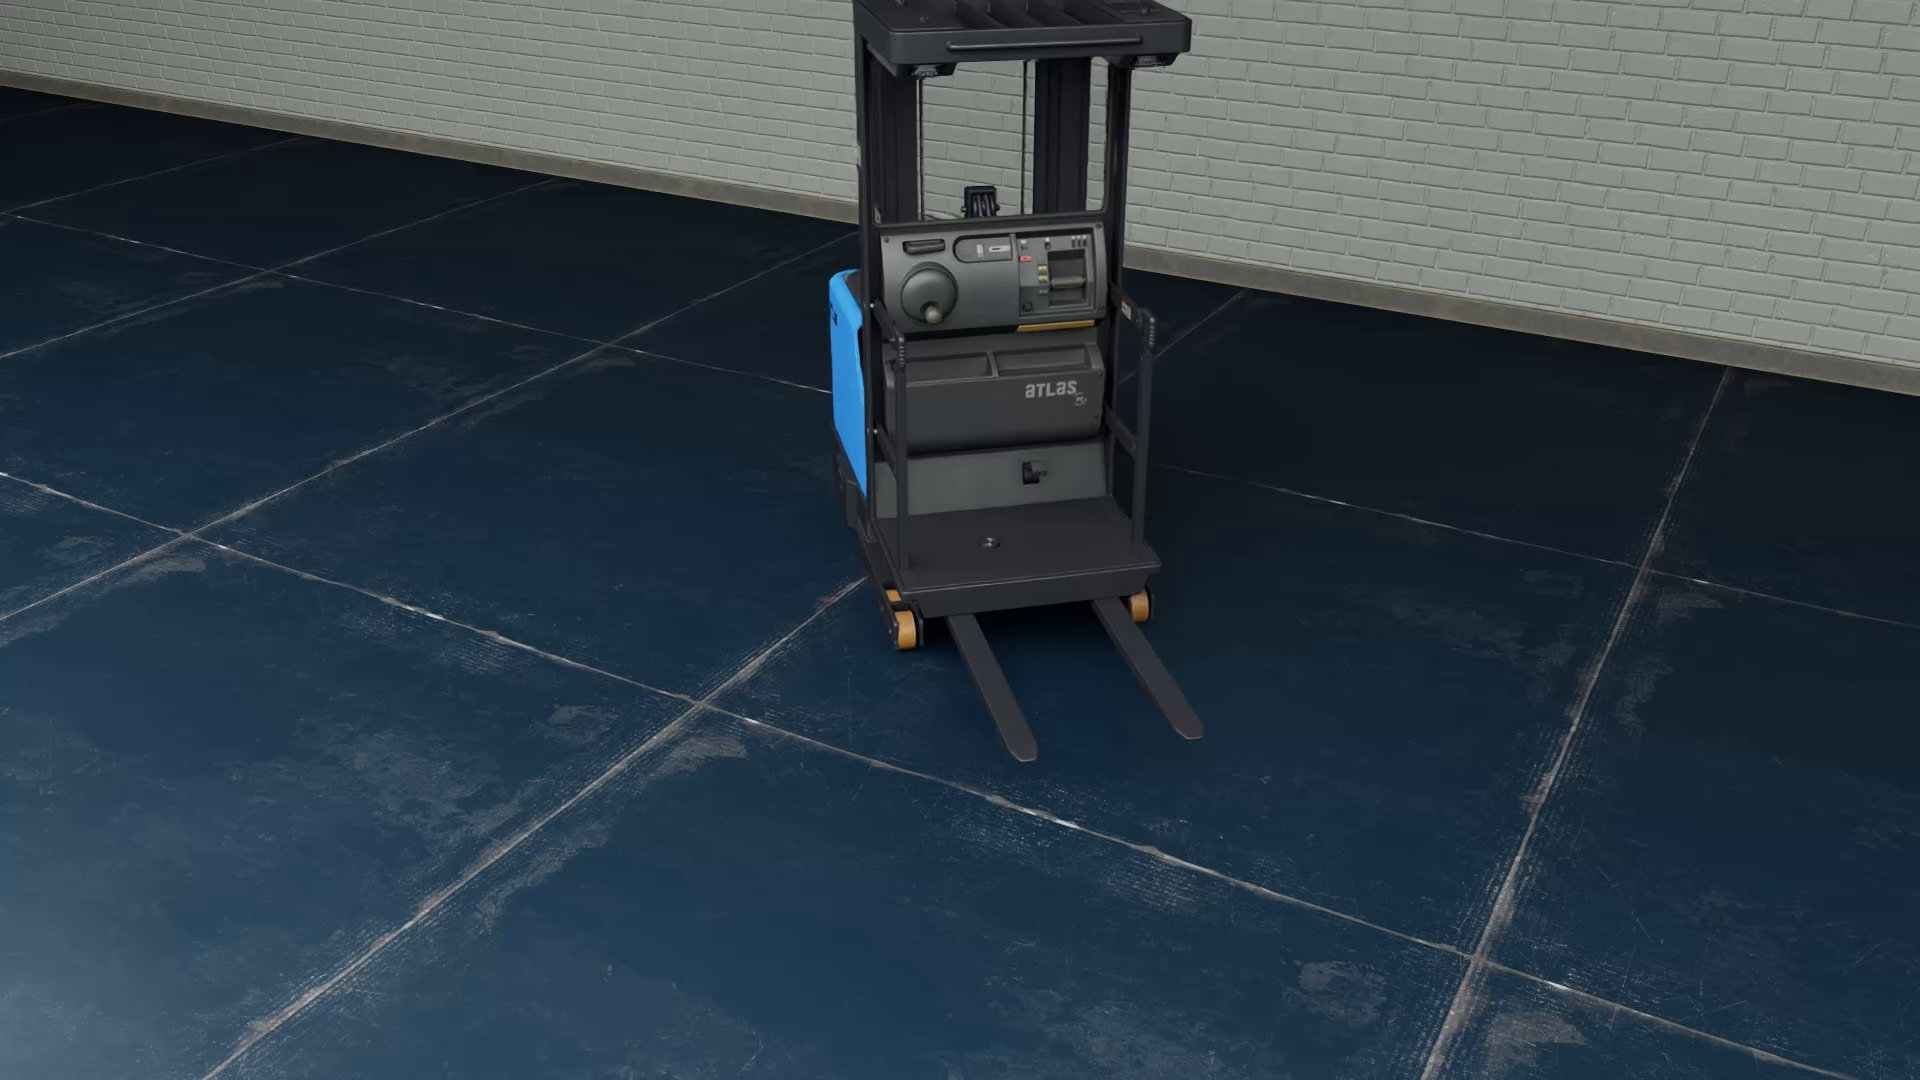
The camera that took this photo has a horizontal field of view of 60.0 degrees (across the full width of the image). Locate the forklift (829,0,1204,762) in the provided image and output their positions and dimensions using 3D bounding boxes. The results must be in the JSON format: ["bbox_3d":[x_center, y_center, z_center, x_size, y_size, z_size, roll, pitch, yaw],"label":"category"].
[{"bbox_3d":[0.192,-1.043,6.558,1.130,2.935,3.031,-6,27,-12],"label":"forklift"}]
